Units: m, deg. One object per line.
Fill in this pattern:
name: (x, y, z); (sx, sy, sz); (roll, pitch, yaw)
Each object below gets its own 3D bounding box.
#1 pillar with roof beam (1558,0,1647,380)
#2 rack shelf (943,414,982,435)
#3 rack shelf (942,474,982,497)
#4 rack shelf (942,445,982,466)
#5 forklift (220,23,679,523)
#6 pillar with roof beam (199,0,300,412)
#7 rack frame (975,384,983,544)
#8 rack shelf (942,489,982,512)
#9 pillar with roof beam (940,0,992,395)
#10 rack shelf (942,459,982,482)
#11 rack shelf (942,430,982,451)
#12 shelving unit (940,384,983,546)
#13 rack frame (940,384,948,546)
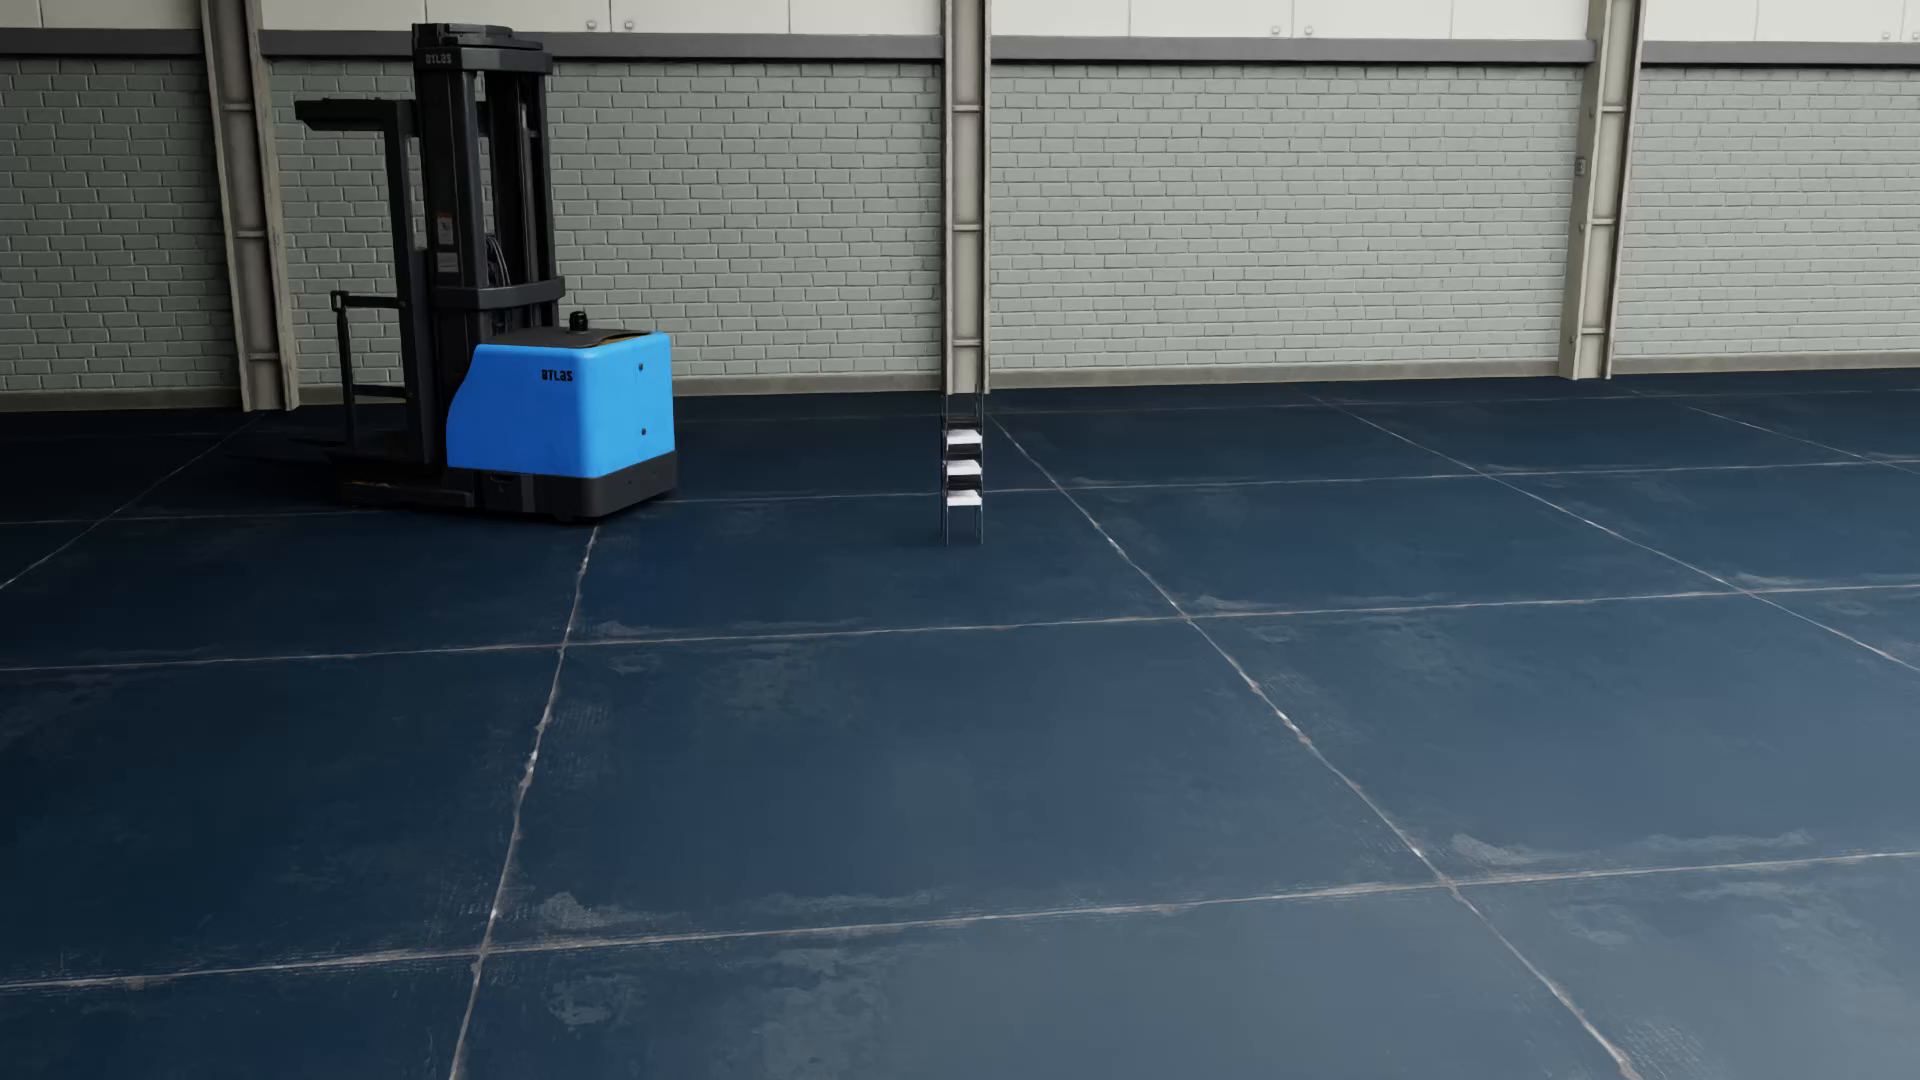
pillar with roof beam: (6.623, -4.892, 10.731); (0.400, 9.000, 9.100); (-2, 14, -8)
rack shelf: (0.008, -0.666, 9.556); (0.200, 0.077, 0.258); (-2, 14, -8)
rack shelf: (0.008, -0.317, 9.644); (0.200, 0.077, 0.258); (-2, 14, -8)
rack shelf: (0.008, -0.492, 9.600); (0.200, 0.077, 0.258); (-2, 14, -8)
forklift: (-3.406, -1.728, 10.585); (3.031, 2.935, 1.130); (5, 15, 20)
pillar with roof beam: (-5.243, -4.458, 8.997); (0.400, 9.000, 9.100); (-2, 14, -8)
rack frame: (0.109, -0.440, 9.628); (0.006, 0.900, 0.240); (-2, 14, -8)
rack shelf: (0.008, -0.230, 9.665); (0.200, 0.077, 0.258); (-2, 14, -8)
pillar with roof beam: (0.690, -4.675, 9.864); (0.400, 9.000, 9.100); (-2, 14, -8)
rack shelf: (0.008, -0.404, 9.622); (0.200, 0.077, 0.258); (-2, 14, -8)
rack shelf: (0.008, -0.579, 9.578); (0.200, 0.077, 0.258); (-2, 14, -8)
shelving unit: (0.008, -0.437, 9.614); (0.210, 0.900, 0.258); (-2, 14, -8)
rack frame: (-0.092, -0.433, 9.599); (0.006, 0.900, 0.240); (-2, 14, -8)
